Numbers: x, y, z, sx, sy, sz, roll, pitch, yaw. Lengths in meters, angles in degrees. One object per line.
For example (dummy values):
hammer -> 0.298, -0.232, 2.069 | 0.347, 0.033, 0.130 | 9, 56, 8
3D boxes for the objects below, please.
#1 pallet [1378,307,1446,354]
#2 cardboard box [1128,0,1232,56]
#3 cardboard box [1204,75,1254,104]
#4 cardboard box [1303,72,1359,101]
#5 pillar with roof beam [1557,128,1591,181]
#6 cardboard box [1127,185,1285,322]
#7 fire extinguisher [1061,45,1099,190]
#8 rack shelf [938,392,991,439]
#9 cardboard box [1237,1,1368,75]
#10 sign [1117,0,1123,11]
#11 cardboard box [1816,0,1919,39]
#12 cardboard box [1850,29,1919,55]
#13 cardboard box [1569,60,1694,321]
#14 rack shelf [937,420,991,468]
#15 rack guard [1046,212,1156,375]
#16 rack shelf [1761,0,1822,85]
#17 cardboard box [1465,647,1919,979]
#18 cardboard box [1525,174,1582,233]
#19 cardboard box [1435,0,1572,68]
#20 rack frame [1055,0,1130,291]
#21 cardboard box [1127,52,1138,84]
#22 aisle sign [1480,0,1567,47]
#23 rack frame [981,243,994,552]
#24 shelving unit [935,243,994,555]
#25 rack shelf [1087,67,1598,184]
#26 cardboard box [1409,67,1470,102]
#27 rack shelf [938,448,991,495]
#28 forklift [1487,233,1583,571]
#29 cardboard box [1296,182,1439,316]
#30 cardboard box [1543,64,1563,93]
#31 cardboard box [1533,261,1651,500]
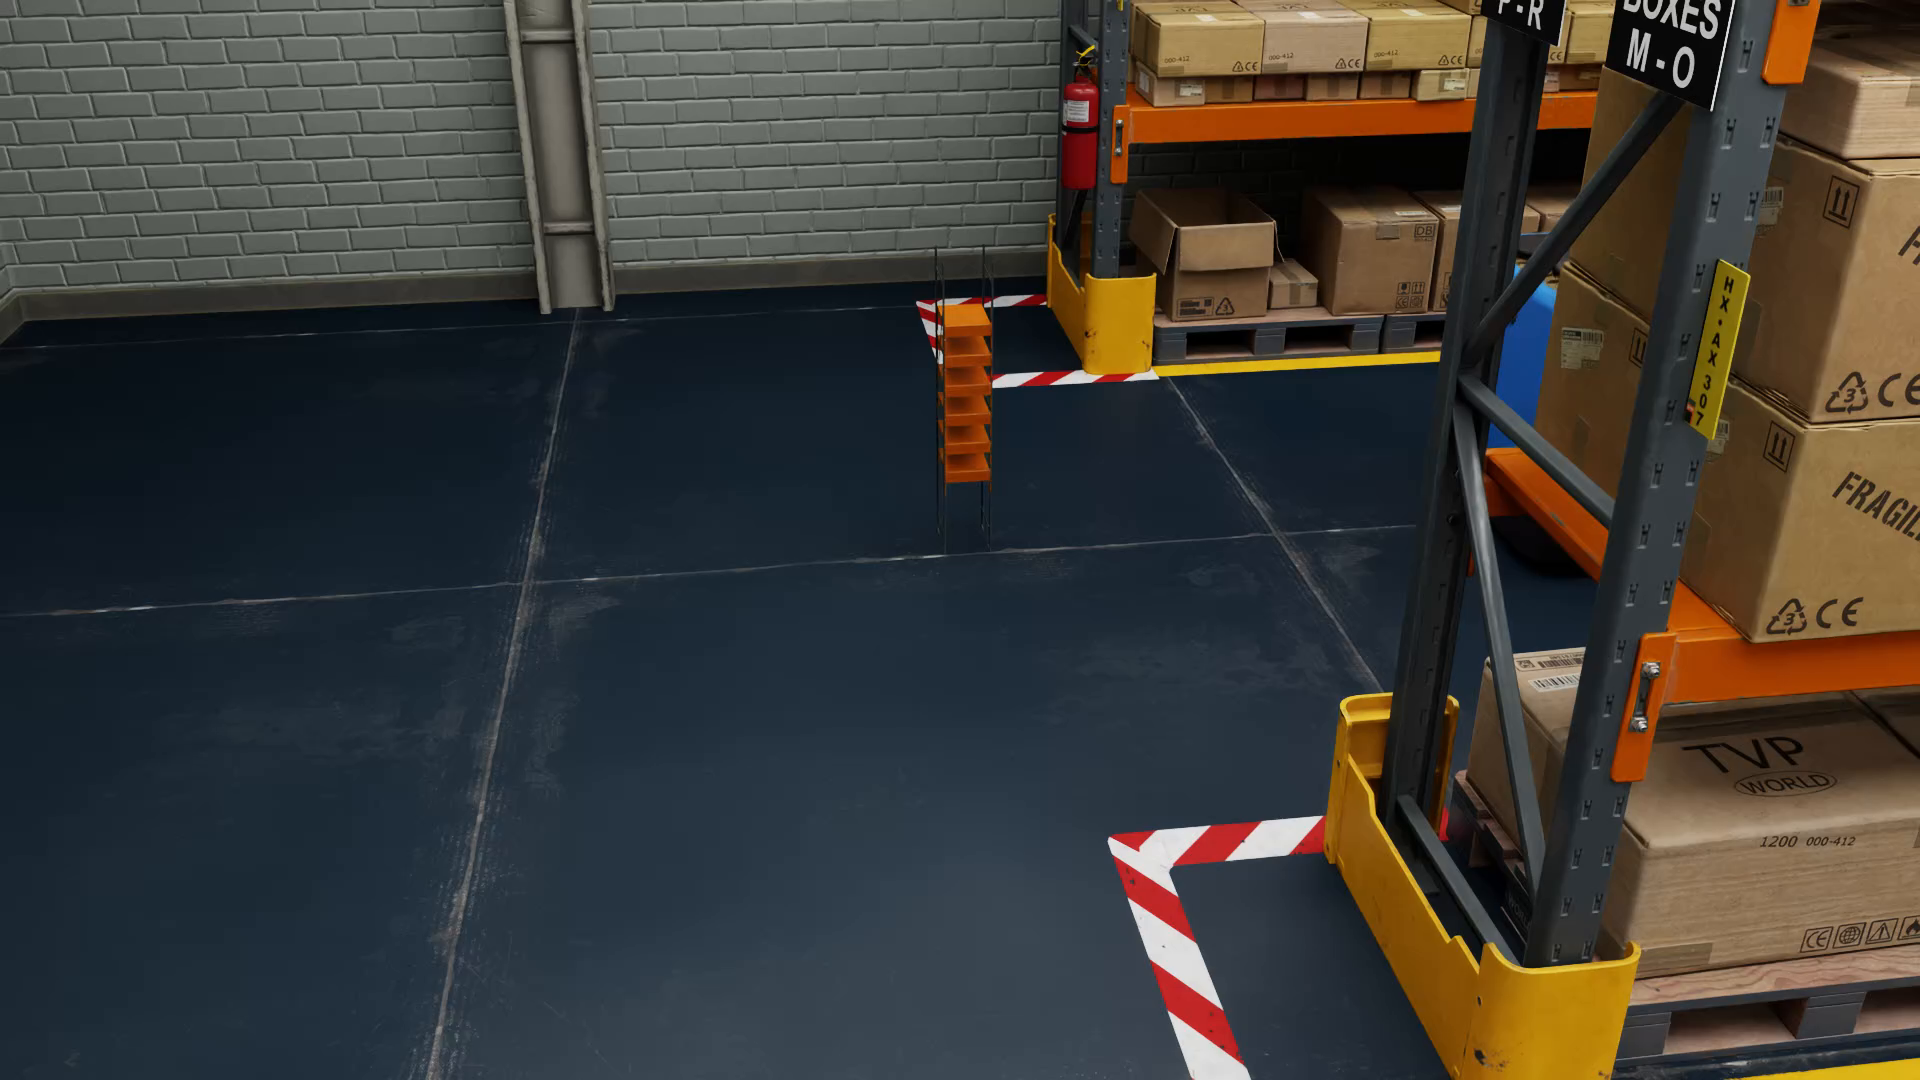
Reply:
pallet -> 2.723, -1.321, 9.093 | 1.213, 0.211, 1.003 | -4, 27, -7
cardboard box -> 1.071, -2.644, 8.456 | 0.500, 0.250, 0.500 | -3, 27, -6
cardboard box -> 1.262, -2.252, 8.128 | 0.250, 0.149, 0.380 | -3, 27, -6
cardboard box -> 1.776, -2.272, 8.168 | 0.250, 0.149, 0.380 | -3, 27, -5
pillar with roof beam -> 4.398, -3.770, 4.240 | 0.400, 9.000, 9.100 | -4, 27, -7
cardboard box -> 1.271, -1.502, 8.665 | 0.637, 0.503, 0.797 | -5, 28, -9
fire extinguisher -> 0.571, -2.011, 7.876 | 0.183, 0.674, 0.296 | -4, 27, -7
rack shelf -> 0.014, -0.495, 6.498 | 0.180, 0.103, 0.258 | -4, 27, -7
cardboard box -> 1.639, -2.434, 8.047 | 0.500, 0.250, 0.500 | -3, 27, -7
sign -> 0.728, -2.569, 7.523 | 0.005, 0.325, 0.100 | -4, 27, -7
cardboard box -> 1.923, -1.104, 3.701 | 0.250, 0.149, 0.380 | -3, 27, -6
cardboard box -> 1.987, -0.910, 3.322 | 0.250, 0.149, 0.380 | -3, 27, -6
cardboard box -> 1.792, -0.813, 3.845 | 0.500, 0.500, 0.500 | -3, 27, -5
rack shelf -> 0.014, -0.388, 6.553 | 0.180, 0.103, 0.258 | -4, 27, -7
rack guard -> 0.728, -1.322, 8.779 | 0.348, 0.500, 1.175 | -4, 27, -7
rack shelf -> 3.328, -1.327, 3.554 | 4.000, 0.370, 1.077 | -4, 27, -7
cardboard box -> 1.987, 0.680, 4.485 | 0.875, 0.438, 0.875 | -5, 28, -9
cardboard box -> 3.151, -1.603, 8.866 | 0.500, 0.500, 0.700 | -5, 28, -9
cardboard box -> 2.643, -2.510, 8.195 | 0.500, 0.250, 0.500 | -4, 27, -8
rack frame -> 0.652, -2.429, 8.199 | 0.127, 3.000, 1.000 | -4, 27, -7
cardboard box -> 0.943, -2.460, 8.534 | 0.250, 0.149, 0.380 | -4, 27, -8
aisle sign -> 1.233, -1.478, 3.497 | 0.004, 0.787, 0.394 | -4, 27, -7
rack frame -> 0.105, -0.541, 6.489 | 0.006, 1.200, 0.240 | -4, 27, -7
shelving unit -> 0.014, -0.535, 6.478 | 0.189, 1.200, 0.258 | -4, 27, -7
rack shelf -> 2.633, -2.237, 8.611 | 4.000, 0.370, 1.077 | -4, 27, -7
cardboard box -> 2.299, -2.274, 8.171 | 0.250, 0.149, 0.380 | -4, 27, -9
rack shelf -> 0.014, -0.282, 6.608 | 0.180, 0.103, 0.258 | -4, 27, -7
forklift -> 3.607, -1.498, 6.458 | 3.031, 2.935, 1.130 | -5, 28, -9
cardboard box -> 2.123, -1.537, 8.738 | 0.500, 0.500, 0.700 | -3, 27, -5
cardboard box -> 2.802, -2.347, 8.314 | 0.250, 0.149, 0.380 | -4, 27, -7
cardboard box -> 1.788, -0.381, 4.096 | 0.500, 0.500, 0.500 | -4, 27, -7
